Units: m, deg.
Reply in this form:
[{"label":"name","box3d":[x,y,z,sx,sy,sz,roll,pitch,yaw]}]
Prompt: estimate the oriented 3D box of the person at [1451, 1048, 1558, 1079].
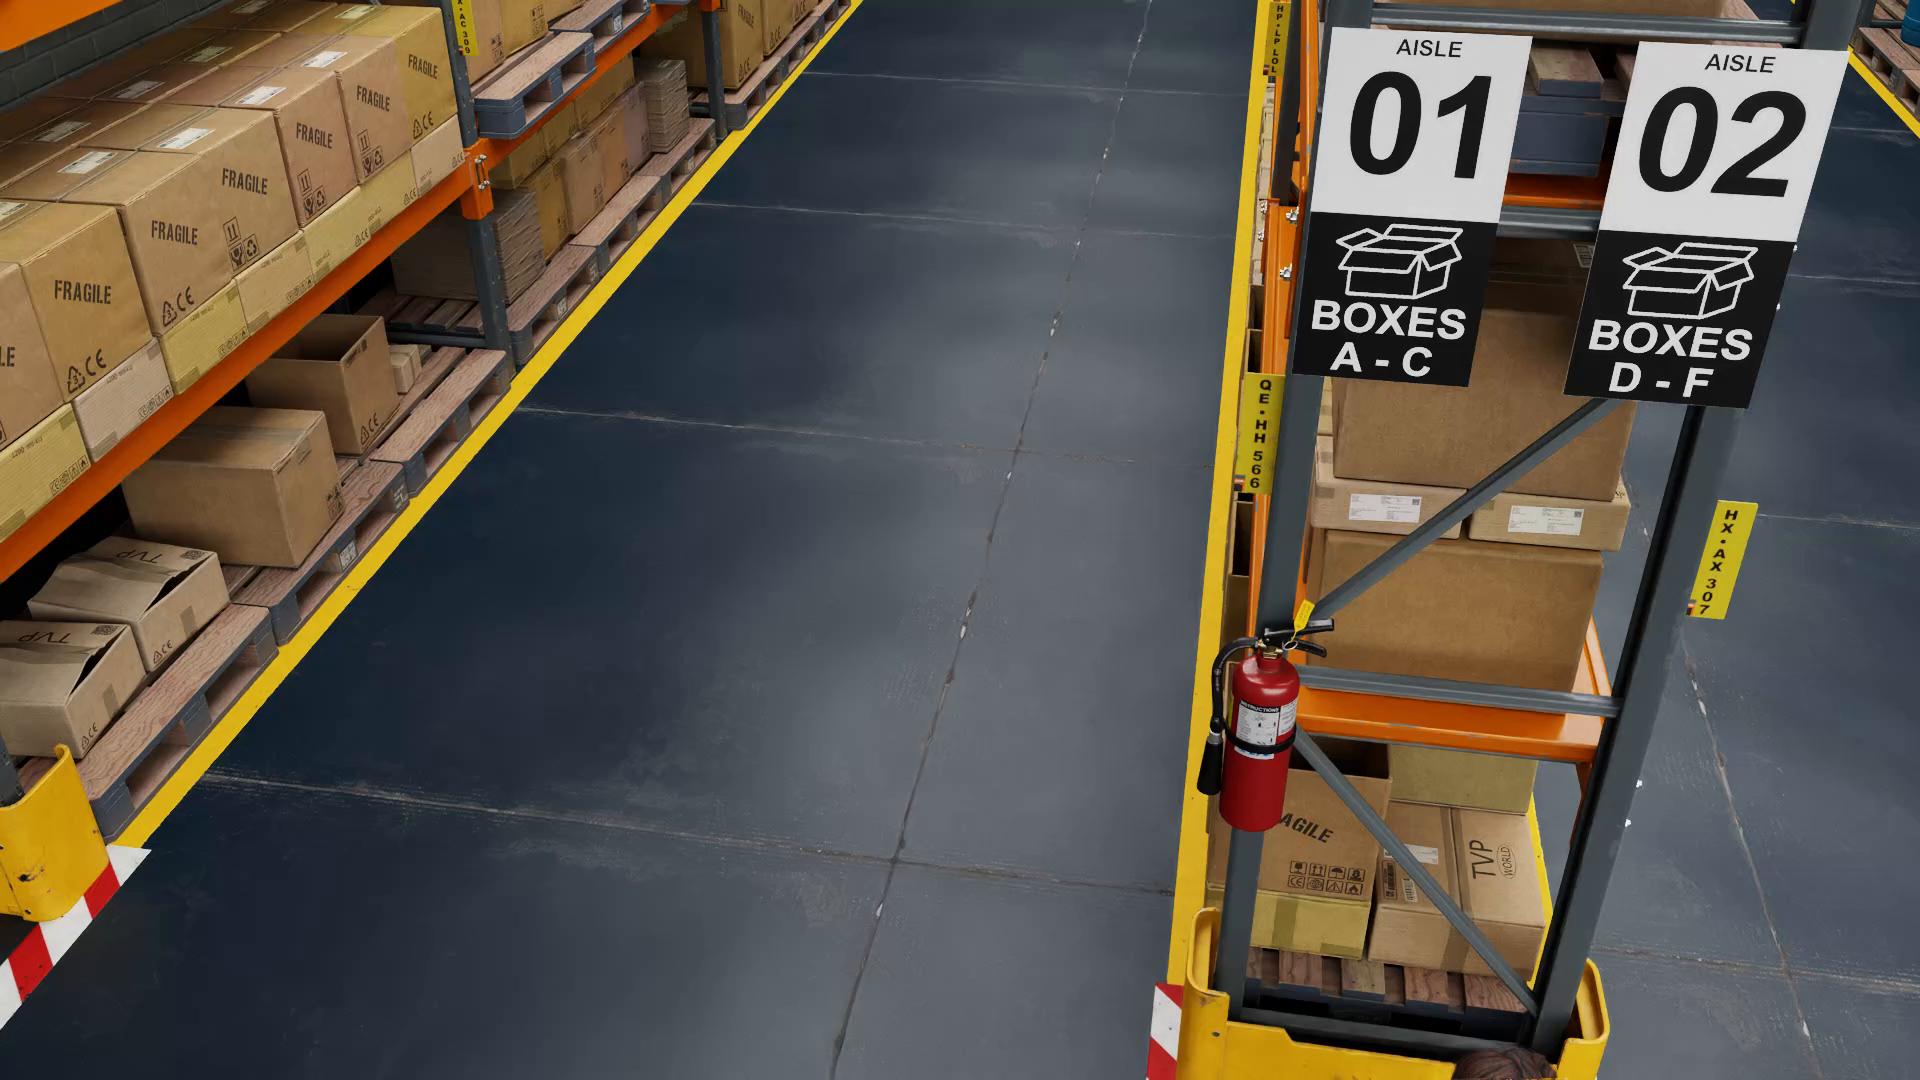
[{"label":"person","box3d":[0.986,1.654,3.541,0.797,1.642,0.477,4,33,7]}]
